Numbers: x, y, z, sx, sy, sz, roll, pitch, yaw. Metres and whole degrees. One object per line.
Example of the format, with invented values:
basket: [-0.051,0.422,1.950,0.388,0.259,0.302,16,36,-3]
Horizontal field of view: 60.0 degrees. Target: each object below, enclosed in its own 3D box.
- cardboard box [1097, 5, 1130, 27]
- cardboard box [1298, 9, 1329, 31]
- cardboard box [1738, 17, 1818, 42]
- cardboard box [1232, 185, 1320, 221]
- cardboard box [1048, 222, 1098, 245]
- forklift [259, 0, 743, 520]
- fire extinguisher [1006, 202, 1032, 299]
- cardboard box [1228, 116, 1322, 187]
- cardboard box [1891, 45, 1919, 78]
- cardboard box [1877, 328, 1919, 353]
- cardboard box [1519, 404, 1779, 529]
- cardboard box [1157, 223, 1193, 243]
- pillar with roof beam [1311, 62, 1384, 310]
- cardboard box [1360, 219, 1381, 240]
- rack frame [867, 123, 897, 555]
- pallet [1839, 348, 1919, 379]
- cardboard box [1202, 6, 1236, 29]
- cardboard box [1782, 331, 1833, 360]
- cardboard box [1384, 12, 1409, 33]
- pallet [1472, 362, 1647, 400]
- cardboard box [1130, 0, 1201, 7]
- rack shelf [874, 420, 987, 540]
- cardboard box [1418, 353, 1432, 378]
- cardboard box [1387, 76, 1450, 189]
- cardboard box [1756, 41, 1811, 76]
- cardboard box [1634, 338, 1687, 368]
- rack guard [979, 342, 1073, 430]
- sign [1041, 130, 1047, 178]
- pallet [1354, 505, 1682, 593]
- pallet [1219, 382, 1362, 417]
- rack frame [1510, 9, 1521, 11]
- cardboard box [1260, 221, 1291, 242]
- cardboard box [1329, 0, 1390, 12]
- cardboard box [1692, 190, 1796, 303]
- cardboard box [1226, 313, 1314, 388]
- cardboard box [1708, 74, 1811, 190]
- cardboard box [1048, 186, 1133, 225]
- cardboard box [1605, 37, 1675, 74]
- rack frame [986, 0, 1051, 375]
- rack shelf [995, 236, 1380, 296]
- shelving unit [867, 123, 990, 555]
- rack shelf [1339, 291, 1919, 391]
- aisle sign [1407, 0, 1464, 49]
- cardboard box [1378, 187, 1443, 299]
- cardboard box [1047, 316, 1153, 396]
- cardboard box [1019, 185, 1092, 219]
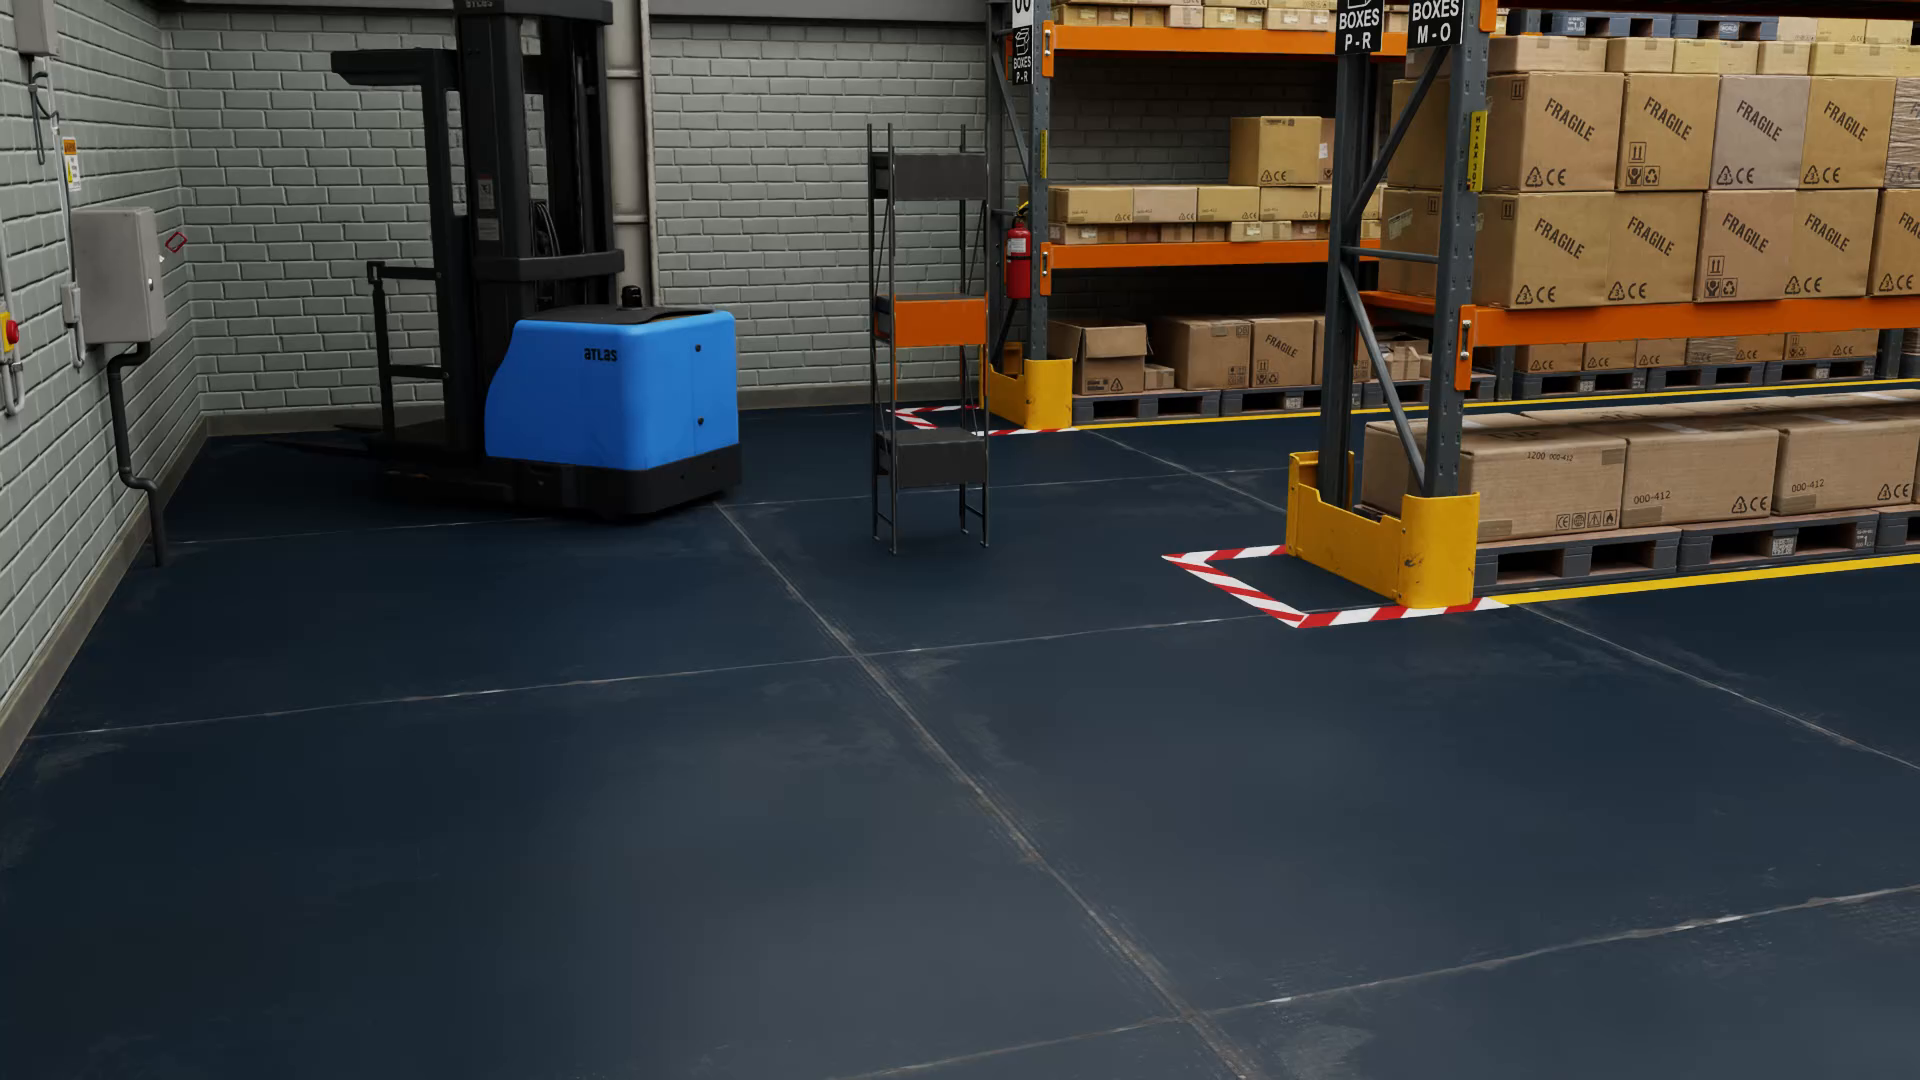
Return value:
cardboard box: [1.024,-3.714,11.837,0.250,0.149,0.380,-4,14,-17]
cardboard box: [2.502,-3.801,12.199,0.250,0.149,0.380,-4,14,-17]
cardboard box: [6.630,-4.191,13.622,0.500,0.250,0.500,-4,14,-18]
cardboard box: [2.358,-2.544,12.536,0.500,0.250,0.500,-5,14,-20]
cardboard box: [0.806,-2.222,12.043,0.250,0.149,0.380,-5,14,-18]
forklift: [-2.829,-1.745,9.644,3.031,2.935,1.130,6,15,25]
fire extinguisher: [0.415,-2.048,11.745,0.183,0.674,0.296,-4,14,-18]
cardboard box: [2.345,-2.901,12.419,0.500,0.500,0.500,-4,14,-17]
cardboard box: [4.363,-2.264,7.901,0.250,0.149,0.380,-5,14,-19]
cardboard box: [8.585,-2.062,15.054,0.625,0.625,0.875,-4,14,-16]
cardboard box: [3.452,-0.389,8.426,0.875,0.438,0.875,-4,14,-17]
cardboard box: [1.530,-2.283,12.300,0.250,0.149,0.380,-4,14,-16]
pillar with roof beam: [4.624,-4.796,9.358,0.400,9.000,9.100,-4,14,-18]
cardboard box: [3.008,-2.387,12.738,0.250,0.149,0.380,-5,14,-19]
rack frame: [-0.388,-0.991,8.273,0.015,2.100,0.400,-4,14,-18]
pallet: [8.782,-1.666,15.189,1.213,0.211,1.003,-4,14,-18]
cardboard box: [1.787,-3.746,11.971,0.250,0.149,0.380,-4,14,-18]
cardboard box: [7.180,-1.845,14.413,0.500,0.500,0.500,-5,14,-19]
cardboard box: [3.227,-3.868,12.484,0.250,0.149,0.380,-5,14,-18]
pallet: [4.957,-1.387,14.016,1.213,0.211,1.003,-4,14,-18]
cardboard box: [1.390,-3.926,11.863,0.500,0.250,0.500,-4,14,-17]
rack shelf: [-0.157,-0.315,8.514,0.480,0.518,0.431,-4,14,-18]
cardboard box: [3.764,-1.387,13.244,0.250,0.149,0.380,-5,14,-20]
cardboard box: [2.375,-1.914,7.831,0.500,0.500,0.500,-4,14,-16]
cardboard box: [3.653,-2.200,7.631,0.250,0.149,0.380,-4,14,-18]
cardboard box: [5.704,-1.727,13.915,0.500,0.500,0.500,-5,14,-20]
rack guard: [0.479,-1.169,12.478,0.348,0.500,1.175,-4,14,-18]
sign: [0.580,-2.682,11.565,0.005,0.325,0.100,-4,14,-18]
pallet: [2.727,-0.011,8.232,1.213,0.211,1.003,-4,14,-18]
pallet: [2.389,-1.177,13.134,1.213,0.211,1.003,-4,14,-18]
rack frame: [4.198,-5.593,12.712,0.127,3.000,1.000,-4,14,-18]
cardboard box: [2.286,-2.330,12.497,0.250,0.149,0.380,-4,14,-17]
cardboard box: [2.842,-4.039,12.342,0.500,0.250,0.500,-4,14,-17]
cardboard box: [3.499,-1.389,7.786,0.500,0.500,0.500,-5,14,-18]
cardboard box: [2.373,-1.464,12.809,0.500,0.500,0.500,-4,14,-17]
cardboard box: [3.512,-1.879,7.682,0.500,0.500,0.500,-5,14,-18]
cardboard box: [0.923,-2.426,12.040,0.500,0.250,0.500,-4,14,-18]
cardboard box: [2.927,-2.136,7.364,0.250,0.149,0.380,-4,14,-16]
rack frame: [0.407,-2.380,12.165,0.127,3.000,1.000,-4,14,-18]
rack shelf: [2.303,-2.177,12.869,4.000,0.370,1.077,-4,14,-18]
shelving unit: [-0.157,-1.009,8.348,0.503,2.100,0.431,-4,14,-18]
rack shelf: [3.889,-1.089,8.293,4.000,0.370,1.077,-4,14,-18]
aisle sign: [2.018,-2.487,6.999,0.004,0.787,0.394,-4,14,-18]
cardboard box: [2.367,-1.434,7.972,0.500,0.500,0.500,-4,14,-18]
cardboard box: [1.017,-1.394,12.508,0.637,0.503,0.797,-5,14,-20]
cardboard box: [0.759,-2.544,12.535,0.500,0.250,0.500,-4,14,-16]
